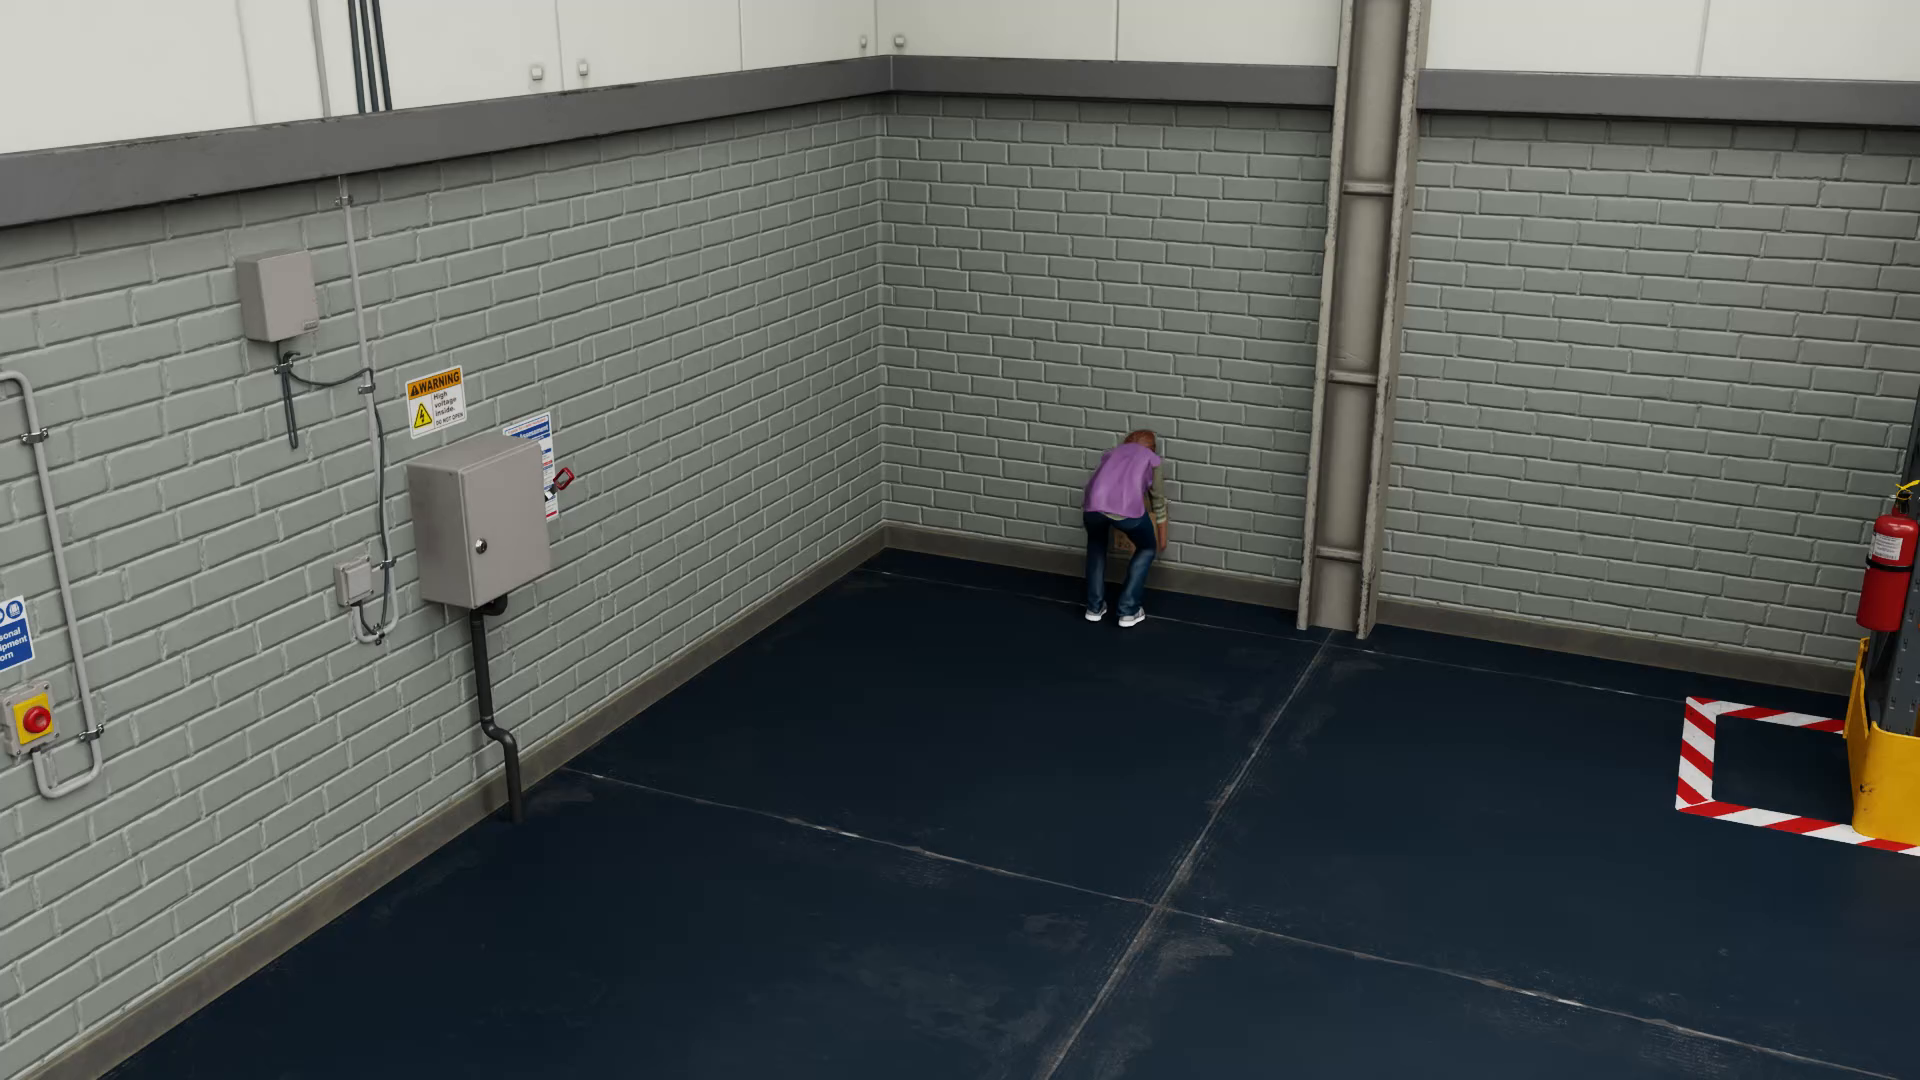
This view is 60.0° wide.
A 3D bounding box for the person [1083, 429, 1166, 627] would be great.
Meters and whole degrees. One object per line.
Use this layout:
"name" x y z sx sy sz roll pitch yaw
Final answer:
"person" 0.959 -0.068 9.656 0.416 1.017 0.857 7 21 20
